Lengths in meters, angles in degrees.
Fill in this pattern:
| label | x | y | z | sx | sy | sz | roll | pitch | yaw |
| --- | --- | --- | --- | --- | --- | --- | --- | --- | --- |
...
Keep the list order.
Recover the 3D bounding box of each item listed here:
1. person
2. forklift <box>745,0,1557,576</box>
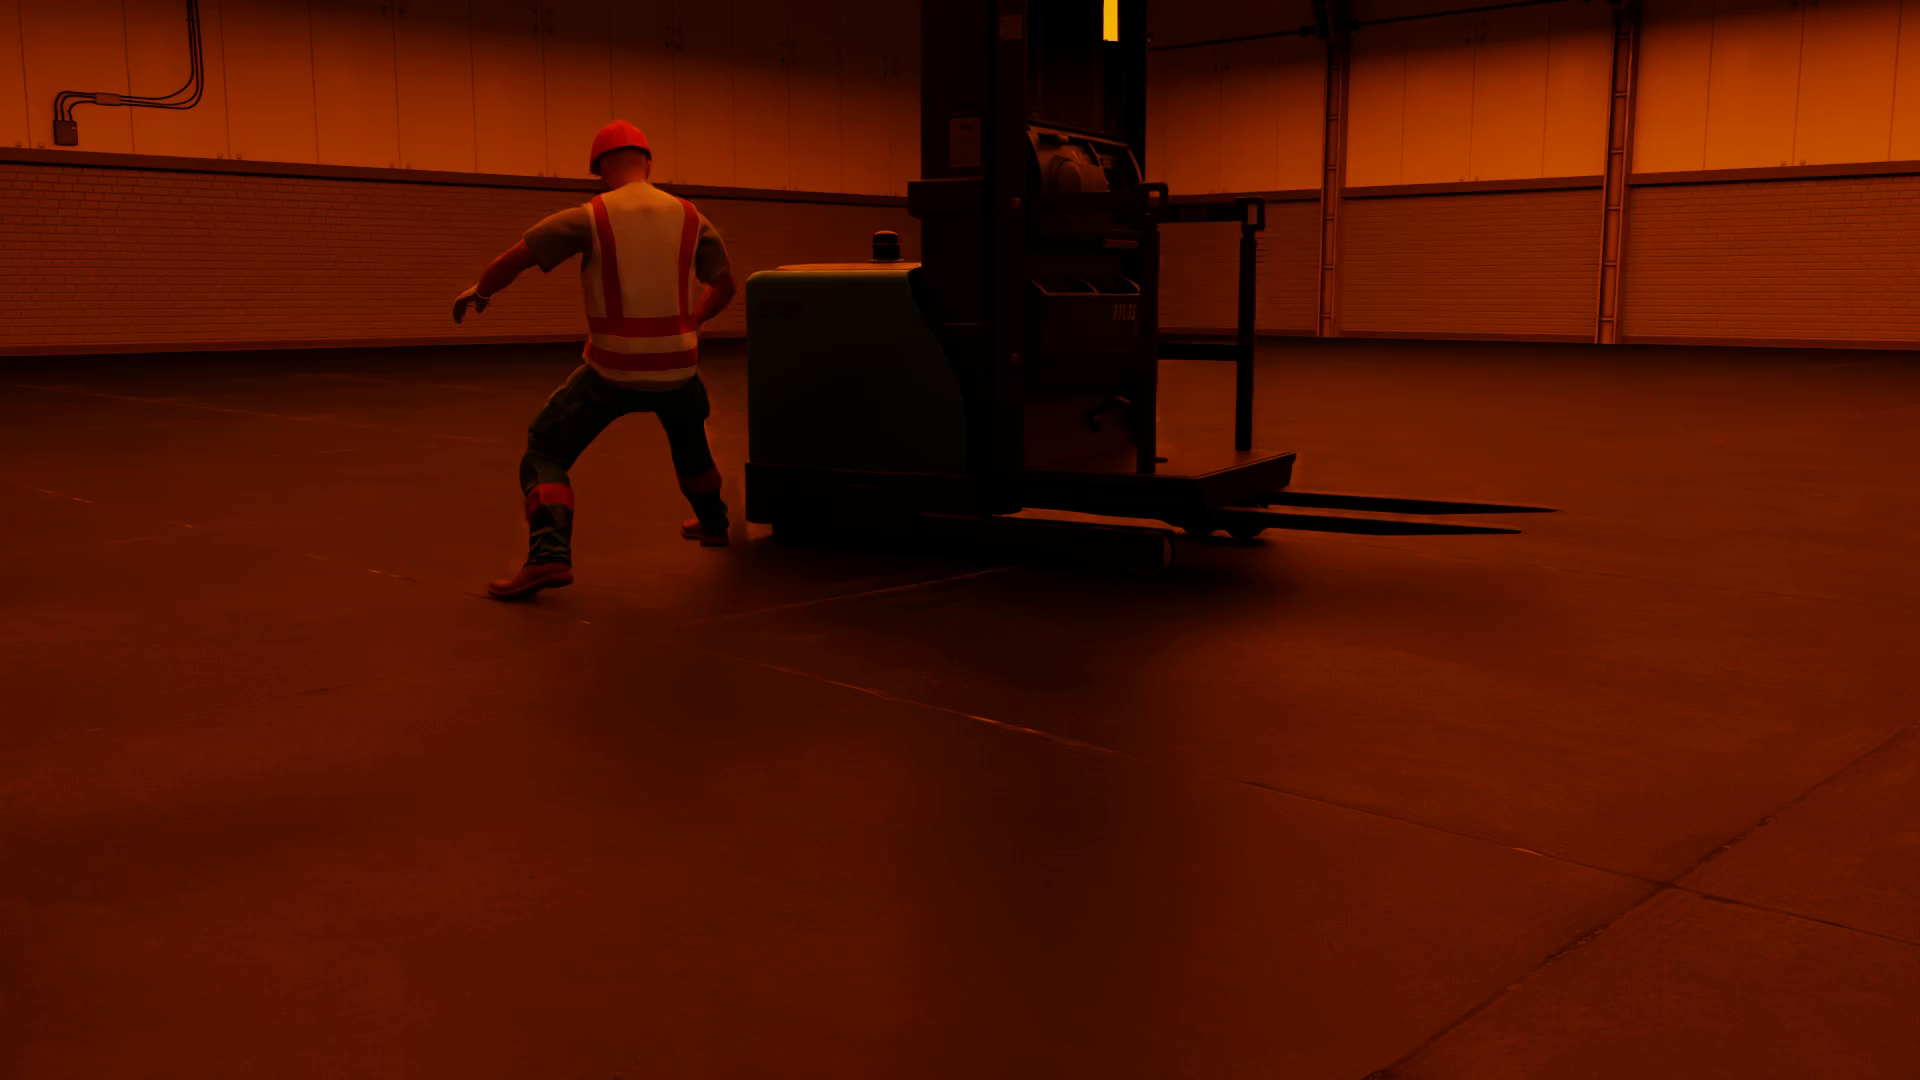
| label | x | y | z | sx | sy | sz | roll | pitch | yaw |
| --- | --- | --- | --- | --- | --- | --- | --- | --- | --- |
| person | -1.241 | -0.673 | 5.904 | 1.129 | 1.586 | 1.018 | -5 | 10 | -32 |
| forklift | 0.667 | -1.411 | 6.243 | 3.031 | 2.935 | 1.130 | 5 | 10 | 29 |
